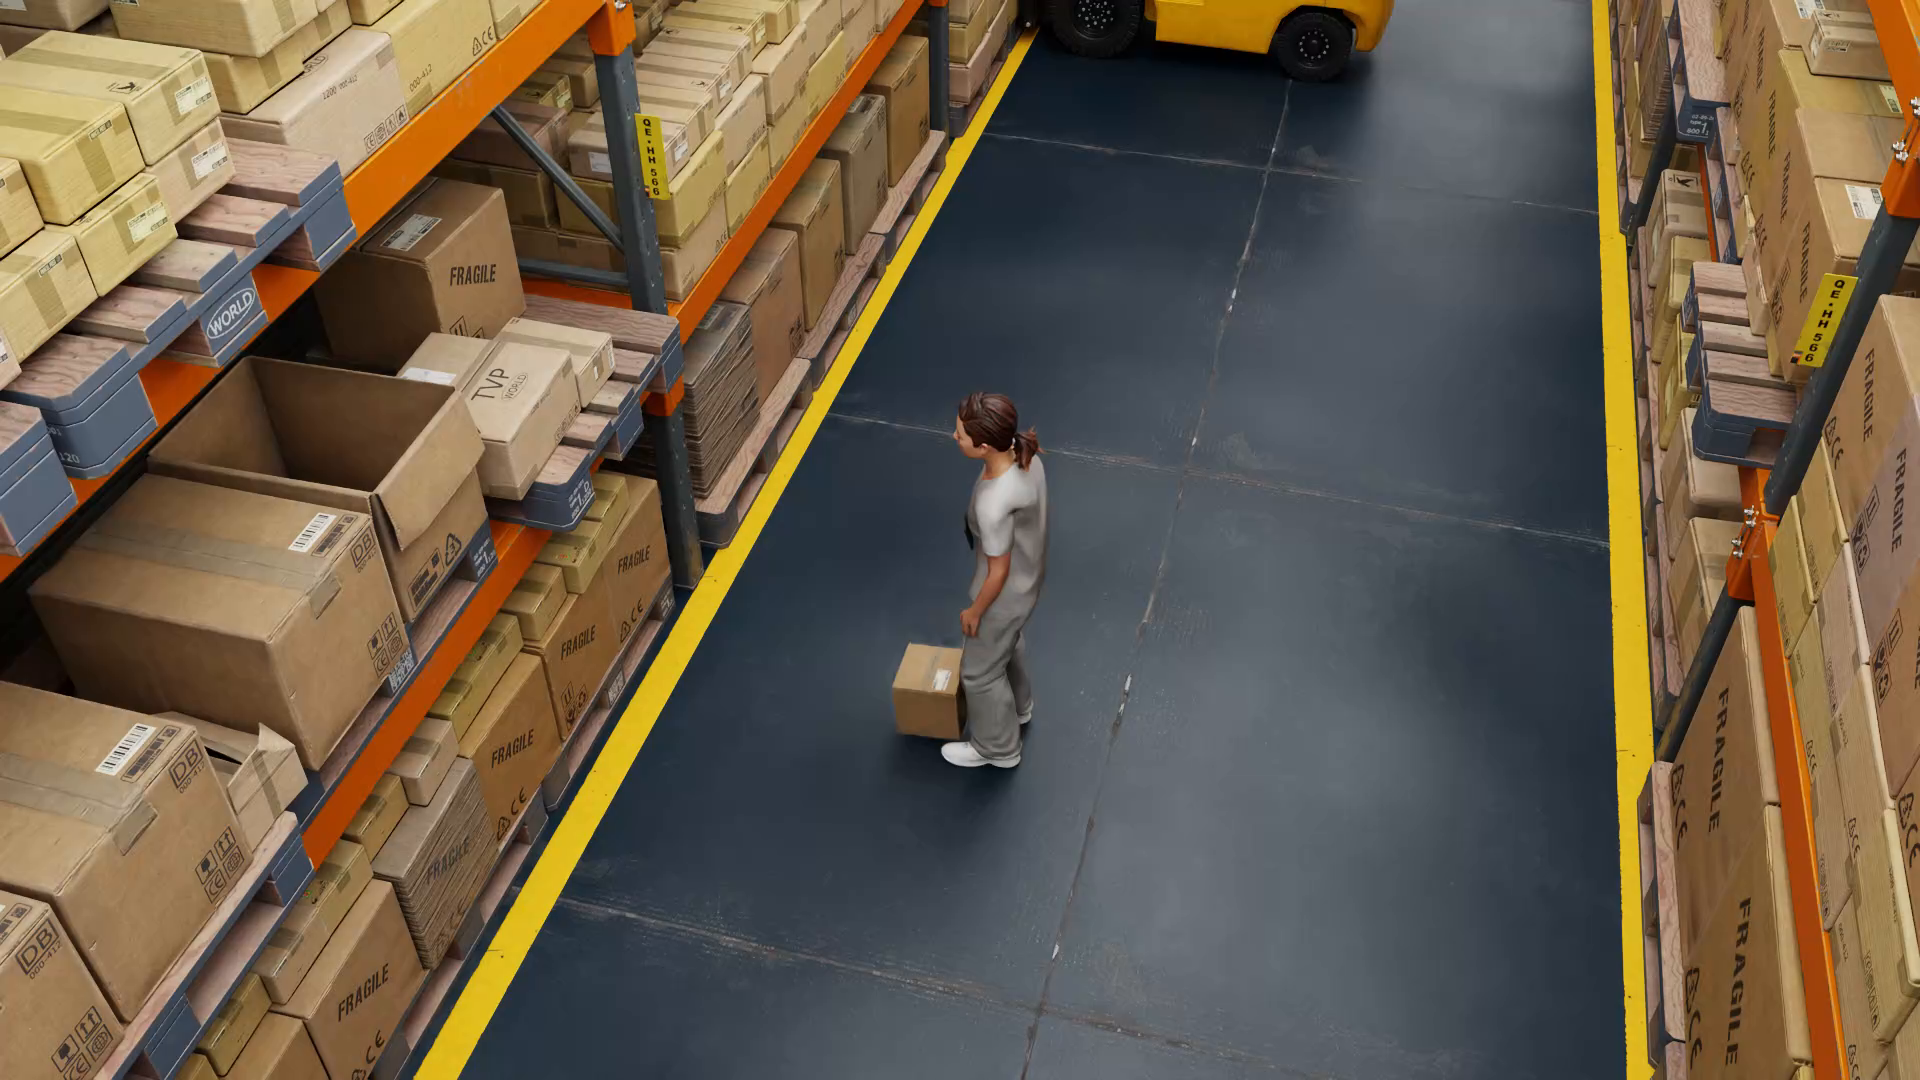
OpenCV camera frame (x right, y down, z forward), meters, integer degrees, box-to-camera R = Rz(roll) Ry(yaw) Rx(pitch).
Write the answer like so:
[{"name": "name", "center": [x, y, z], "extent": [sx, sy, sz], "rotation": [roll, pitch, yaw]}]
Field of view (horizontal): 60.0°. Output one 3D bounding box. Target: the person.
[{"name": "person", "center": [0.131, 0.154, 5.982], "extent": [0.360, 1.674, 0.483], "rotation": [9, 42, 10]}]
